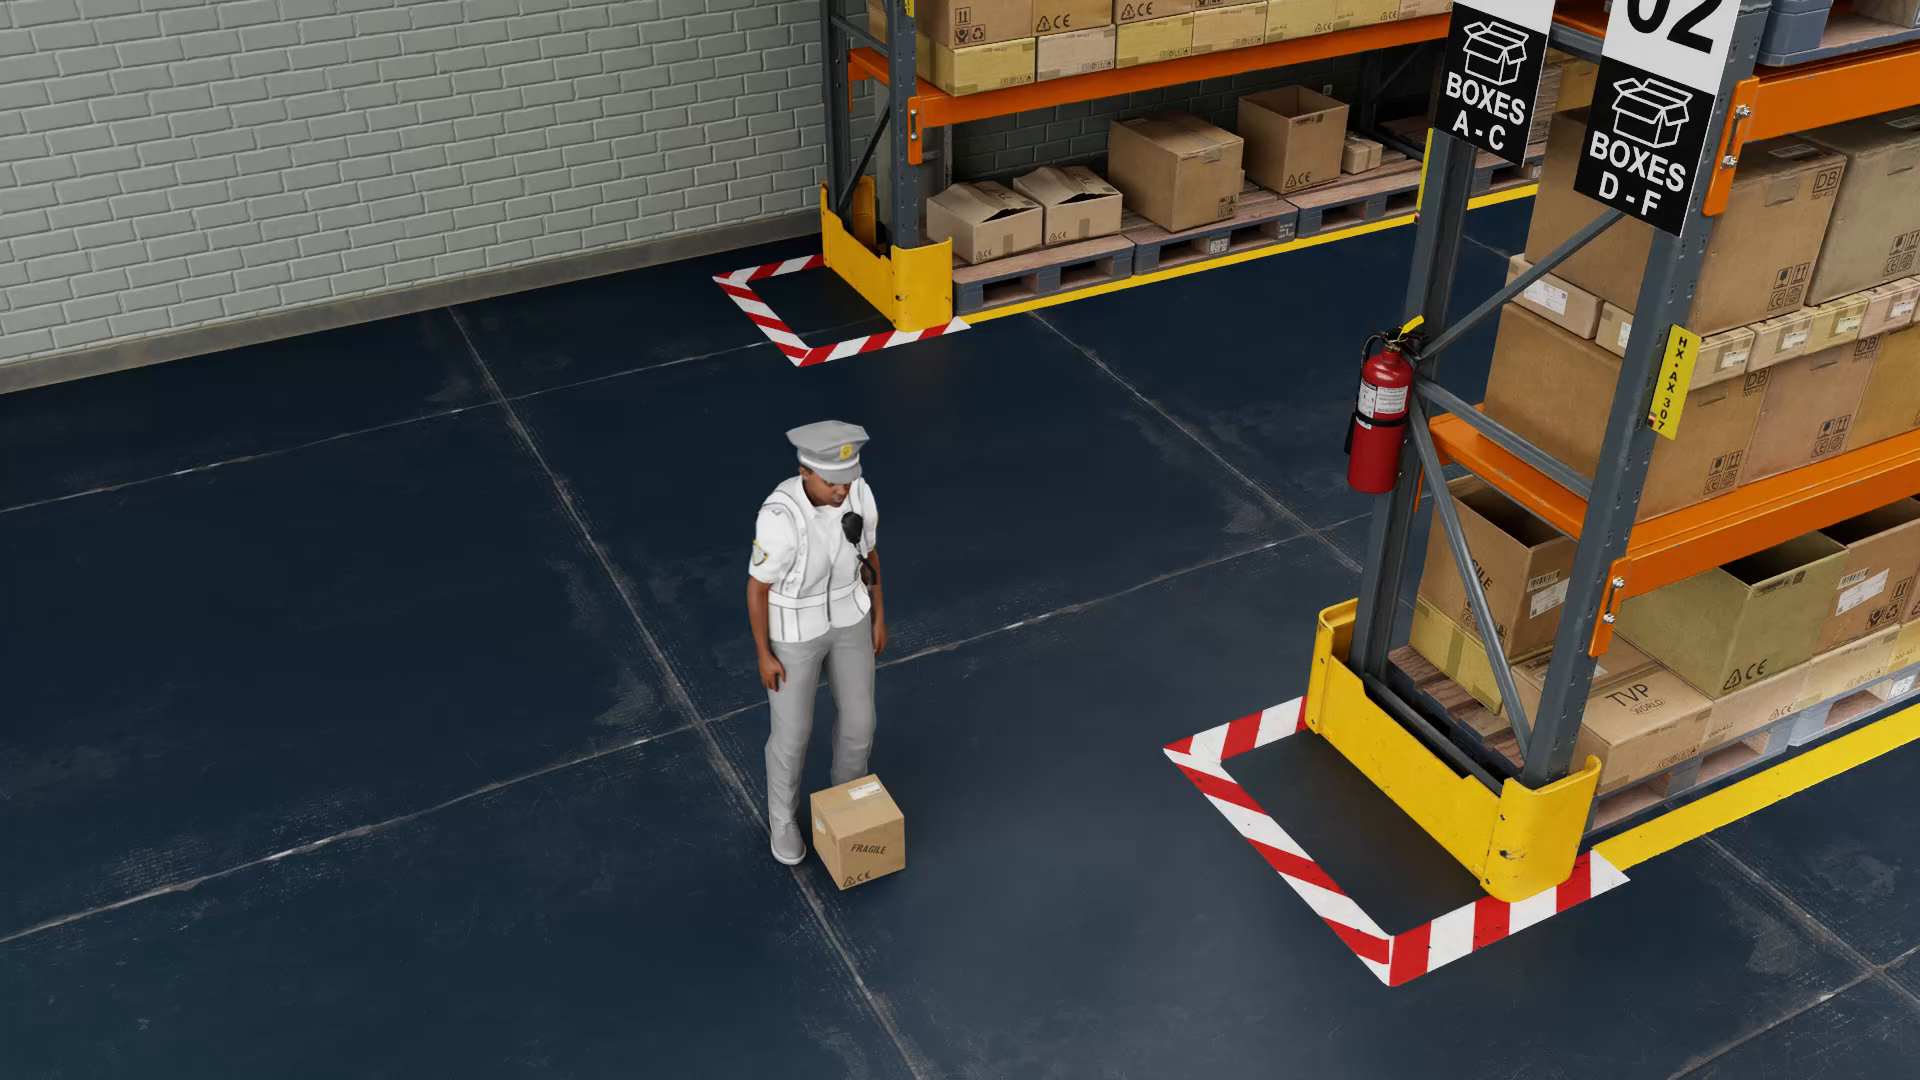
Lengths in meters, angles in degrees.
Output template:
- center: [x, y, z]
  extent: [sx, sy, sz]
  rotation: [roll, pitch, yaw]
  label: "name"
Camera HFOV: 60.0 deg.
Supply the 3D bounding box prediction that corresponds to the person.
- center: [-0.481, 0.326, 5.644]
  extent: [0.523, 1.658, 0.395]
  rotation: [-18, 37, -26]
  label: "person"
